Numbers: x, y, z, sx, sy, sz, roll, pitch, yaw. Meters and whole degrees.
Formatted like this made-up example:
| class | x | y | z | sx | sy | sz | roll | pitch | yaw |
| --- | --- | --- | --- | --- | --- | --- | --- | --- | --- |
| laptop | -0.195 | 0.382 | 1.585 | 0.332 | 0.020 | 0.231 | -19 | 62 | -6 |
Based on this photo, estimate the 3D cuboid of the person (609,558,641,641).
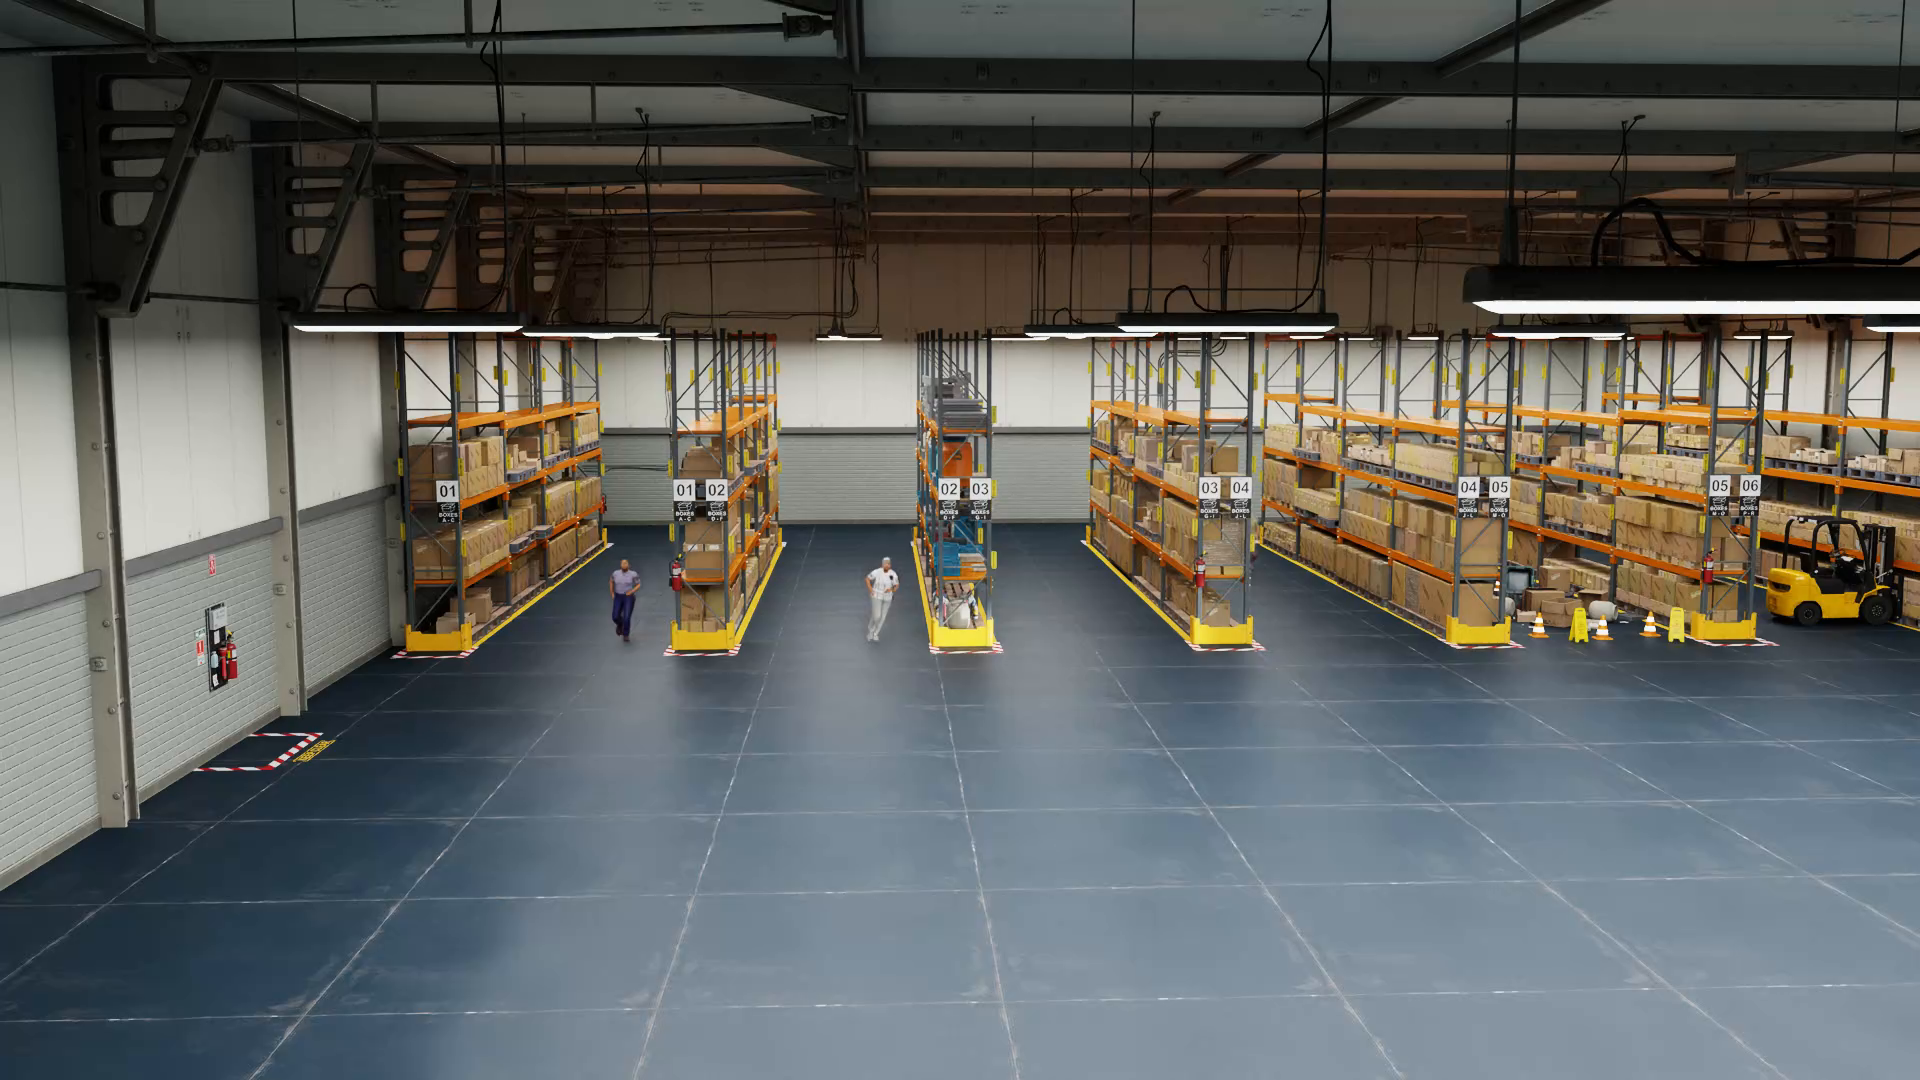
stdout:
| class | x | y | z | sx | sy | sz | roll | pitch | yaw |
| --- | --- | --- | --- | --- | --- | --- | --- | --- | --- |
| person | -6.474 | 1.153 | 32.114 | 0.635 | 1.606 | 0.533 | 0 | 7 | 1 |

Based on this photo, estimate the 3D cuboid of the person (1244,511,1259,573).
| class | x | y | z | sx | sy | sz | roll | pitch | yaw |
| --- | --- | --- | --- | --- | --- | --- | --- | --- | --- |
| person | 7.212 | 0.026 | 41.450 | 0.556 | 1.626 | 0.520 | 0 | 7 | -4 |

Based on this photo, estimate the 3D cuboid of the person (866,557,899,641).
| class | x | y | z | sx | sy | sz | roll | pitch | yaw |
| --- | --- | --- | --- | --- | --- | --- | --- | --- | --- |
| person | -1.490 | 1.142 | 32.105 | 0.612 | 1.633 | 0.596 | -2 | 7 | -16 |
